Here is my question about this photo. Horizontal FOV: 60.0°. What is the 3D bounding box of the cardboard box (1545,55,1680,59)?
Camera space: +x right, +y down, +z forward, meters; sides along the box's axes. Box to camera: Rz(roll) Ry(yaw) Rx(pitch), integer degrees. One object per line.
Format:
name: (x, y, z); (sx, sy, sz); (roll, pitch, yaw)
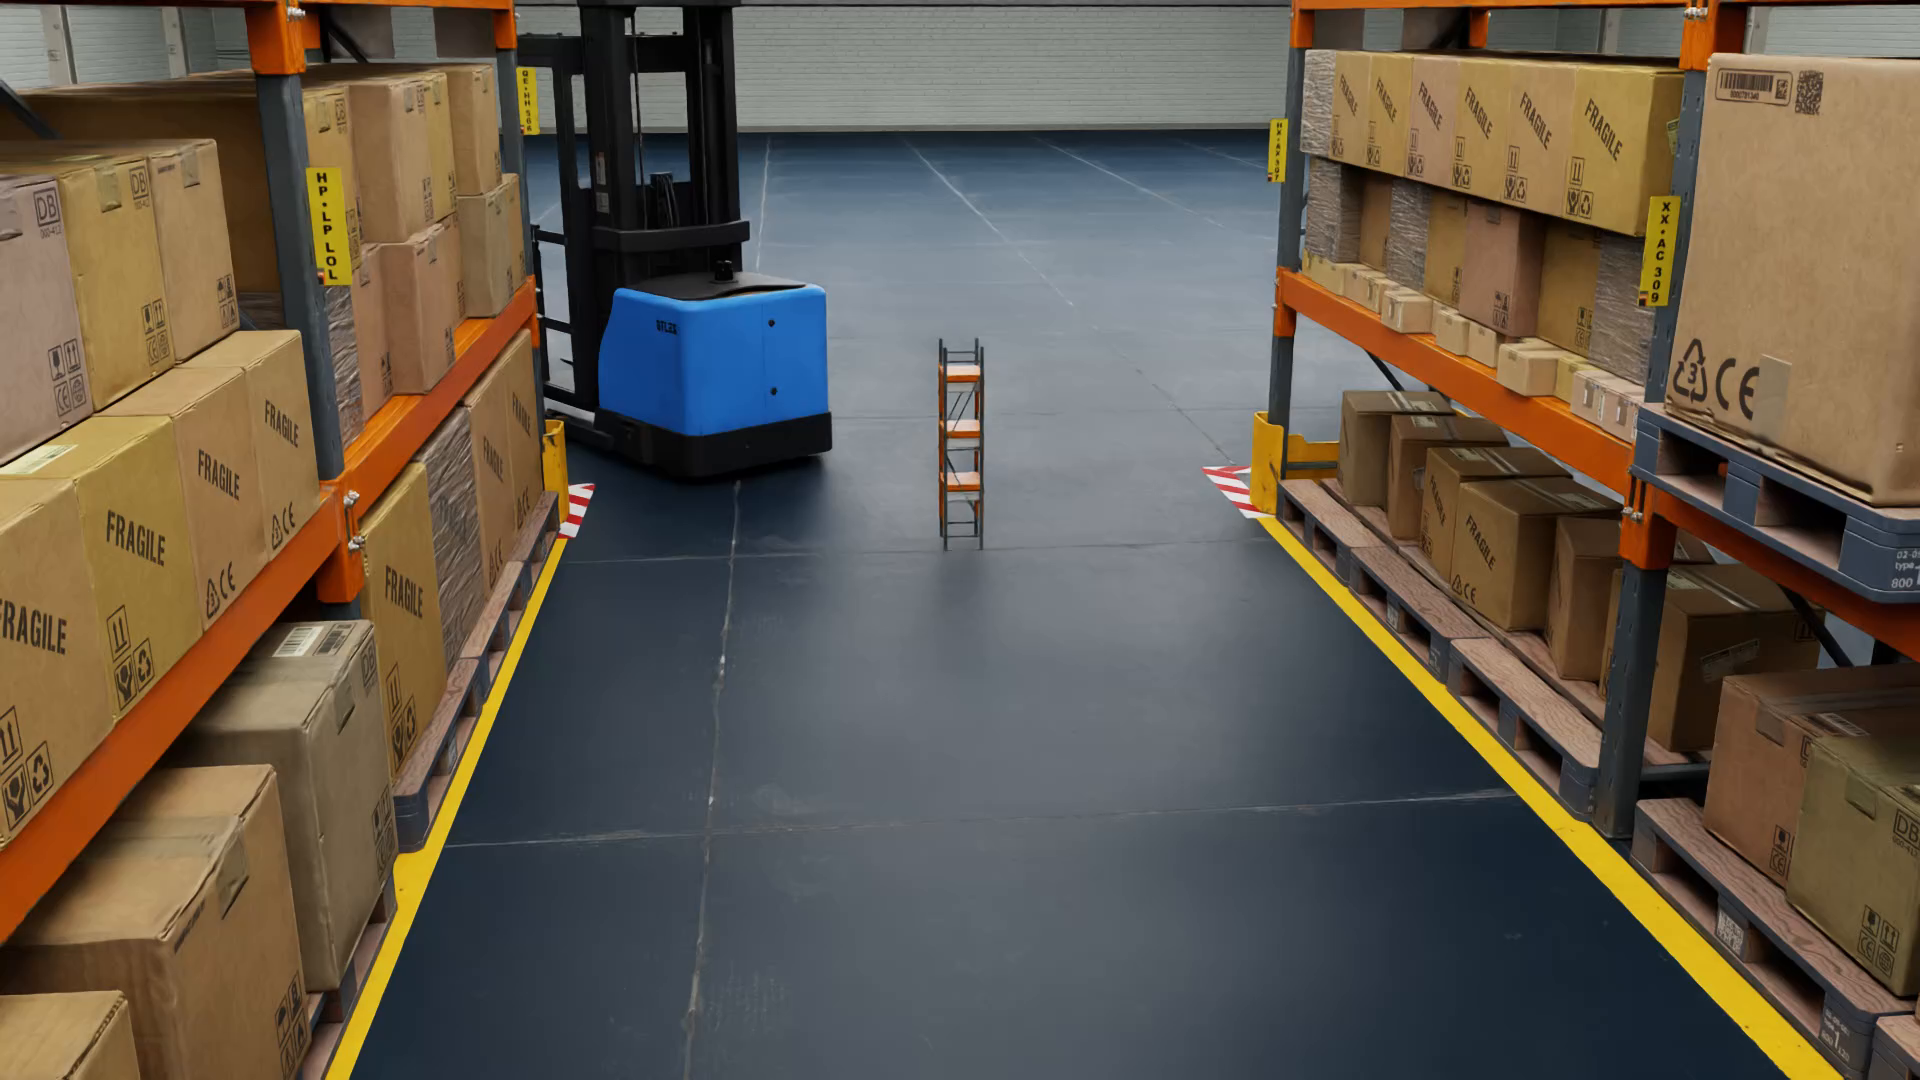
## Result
cardboard box: (2.671, -1.723, 6.824); (0.500, 0.500, 0.500); (-2, 18, -6)

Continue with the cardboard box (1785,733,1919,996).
cardboard box: (2.704, 0.841, 4.428); (0.700, 0.500, 0.500); (-2, 18, -6)

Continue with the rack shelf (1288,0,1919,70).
rack shelf: (2.425, -2.152, 6.716); (1.077, 0.370, 4.000); (-2, 18, -6)

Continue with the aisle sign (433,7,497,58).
aisle sign: (-2.434, -2.807, 8.271); (0.394, 0.787, 0.004); (-2, 18, -6)

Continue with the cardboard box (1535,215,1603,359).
cardboard box: (2.630, -0.943, 6.011); (0.875, 0.500, 0.500); (-2, 18, -6)

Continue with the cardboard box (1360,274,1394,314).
cardboard box: (2.094, -1.149, 7.748); (0.380, 0.149, 0.250); (-2, 18, -6)

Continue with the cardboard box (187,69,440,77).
cardboard box: (-2.654, -1.679, 6.965); (0.875, 0.550, 0.550); (-2, 18, -6)

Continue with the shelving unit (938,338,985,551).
shelving unit: (0.006, -0.485, 8.469); (0.215, 1.050, 0.252); (-2, 18, -6)

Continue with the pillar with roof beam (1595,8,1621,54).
pillar with roof beam: (10.556, -13.604, 36.986); (9.100, 9.000, 0.400); (-2, 18, -6)

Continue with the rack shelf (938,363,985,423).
rack shelf: (0.006, -0.746, 8.387); (0.215, 0.259, 0.240); (-2, 18, -6)

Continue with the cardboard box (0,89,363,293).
cardboard box: (-2.316, -1.042, 4.936); (0.875, 0.550, 0.550); (-2, 18, -6)

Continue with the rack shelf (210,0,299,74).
rack shelf: (-2.106, -0.837, 2.528); (1.077, 0.370, 4.000); (-2, 18, -6)

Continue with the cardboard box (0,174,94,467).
cardboard box: (-2.148, -0.418, 3.164); (0.700, 0.500, 0.500); (-2, 18, -5)

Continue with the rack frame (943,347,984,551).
rack frame: (0.018, -0.449, 8.353); (0.200, 1.050, 0.008); (-2, 18, -6)

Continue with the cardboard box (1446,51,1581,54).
cardboard box: (2.579, -2.021, 7.774); (0.500, 0.500, 0.500); (-2, 18, -6)

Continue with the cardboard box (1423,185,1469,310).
cardboard box: (2.468, -1.240, 6.954); (0.875, 0.500, 0.500); (-2, 18, -6)

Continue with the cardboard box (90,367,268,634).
cardboard box: (-1.940, -0.095, 3.804); (0.500, 0.500, 0.500); (-2, 18, -6)

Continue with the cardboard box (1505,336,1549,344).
cardboard box: (2.303, -0.704, 6.330); (0.380, 0.149, 0.250); (-2, 18, -6)

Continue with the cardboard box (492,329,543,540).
cardboard box: (-2.589, -0.523, 8.181); (0.875, 0.875, 0.875); (-2, 18, -5)

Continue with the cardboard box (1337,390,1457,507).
cardboard box: (2.267, -0.481, 8.673); (0.500, 0.500, 0.500); (1, 17, 5)

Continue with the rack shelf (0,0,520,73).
rack shelf: (-2.519, -2.028, 6.324); (1.077, 0.370, 4.000); (-2, 18, -6)

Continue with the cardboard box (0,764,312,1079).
cardboard box: (-2.063, 0.998, 3.545); (1.050, 0.750, 0.750); (-2, 18, -6)

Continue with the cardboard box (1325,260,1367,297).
cardboard box: (2.029, -1.297, 8.221); (0.380, 0.149, 0.250); (-2, 18, -6)

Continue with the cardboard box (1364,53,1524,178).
cardboard box: (2.102, -1.856, 7.248); (0.500, 0.500, 0.500); (-2, 18, -6)

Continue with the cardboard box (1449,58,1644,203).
cardboard box: (2.208, -1.558, 6.299); (0.500, 0.500, 0.500); (-2, 18, -6)

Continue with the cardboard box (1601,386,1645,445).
cardboard box: (2.317, -0.403, 5.372); (0.380, 0.149, 0.250); (-2, 18, -6)

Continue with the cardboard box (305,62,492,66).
cardboard box: (-2.725, -2.011, 8.023); (0.875, 0.550, 0.550); (-2, 18, -6)

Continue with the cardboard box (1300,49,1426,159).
cardboard box: (2.005, -2.154, 8.197); (0.500, 0.500, 0.500); (-2, 18, -6)

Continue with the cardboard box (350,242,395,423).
cardboard box: (-2.441, -0.689, 5.613); (0.875, 0.550, 0.550); (-2, 18, -6)

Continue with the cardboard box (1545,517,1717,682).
cardboard box: (2.564, 0.234, 6.397); (0.500, 0.500, 0.500); (4, 18, 12)

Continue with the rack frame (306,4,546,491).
rack frame: (-2.725, -1.536, 8.563); (1.000, 3.000, 0.127); (-2, 18, -6)

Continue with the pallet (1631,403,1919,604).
pallet: (2.566, -0.144, 4.448); (1.003, 0.211, 1.213); (-2, 18, -6)

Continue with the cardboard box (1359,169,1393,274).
cardboard box: (2.419, -1.539, 7.908); (0.875, 0.500, 0.500); (-2, 18, -6)

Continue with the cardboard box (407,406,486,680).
cardboard box: (-2.404, 0.011, 6.481); (0.875, 0.875, 0.875); (-2, 18, -5)

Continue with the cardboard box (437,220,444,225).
cardboard box: (-2.534, -1.008, 6.630); (0.875, 0.550, 0.500); (-2, 18, -6)

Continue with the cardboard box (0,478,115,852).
cardboard box: (-1.834, 0.207, 2.843); (0.500, 0.500, 0.500); (-2, 18, -6)

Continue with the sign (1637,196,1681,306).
sign: (2.093, -0.862, 4.969); (0.100, 0.325, 0.005); (-2, 18, -6)

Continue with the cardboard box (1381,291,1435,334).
cardboard box: (2.070, -0.997, 7.266); (0.380, 0.149, 0.250); (-2, 18, -6)

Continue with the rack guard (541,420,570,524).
rack guard: (-2.727, -0.351, 8.960); (1.175, 0.500, 0.348); (-2, 18, -6)

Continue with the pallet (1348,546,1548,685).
pallet: (2.398, 0.299, 7.371); (1.003, 0.211, 1.213); (-2, 18, -6)

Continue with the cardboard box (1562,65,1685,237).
cardboard box: (2.312, -1.260, 5.350); (0.500, 0.500, 0.500); (-2, 18, -6)

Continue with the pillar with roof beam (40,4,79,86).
pillar with roof beam: (-11.593, -11.109, 29.040); (9.100, 9.000, 0.400); (-2, 18, -6)

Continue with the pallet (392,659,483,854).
pallet: (-2.313, 0.757, 5.914); (1.003, 0.211, 1.213); (-2, 18, -6)

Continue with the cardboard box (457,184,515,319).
cardboard box: (-2.563, -1.336, 7.673); (0.875, 0.550, 0.550); (-2, 18, -6)

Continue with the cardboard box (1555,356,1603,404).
cardboard box: (2.335, -0.554, 5.853); (0.380, 0.149, 0.250); (-2, 18, -6)

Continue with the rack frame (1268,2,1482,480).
rack frame: (2.219, -1.660, 8.955); (1.000, 3.000, 0.127); (-2, 18, -6)

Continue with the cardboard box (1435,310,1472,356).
cardboard box: (2.177, -0.850, 6.797); (0.380, 0.149, 0.250); (-2, 18, -6)

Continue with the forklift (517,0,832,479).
forklift: (-2.137, -2.125, 10.553); (1.130, 2.935, 3.031); (-15, 23, -39)

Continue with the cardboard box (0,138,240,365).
cardboard box: (-2.255, -0.722, 4.132); (0.700, 0.500, 0.500); (-2, 18, -7)

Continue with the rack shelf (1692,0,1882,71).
rack shelf: (2.838, -0.960, 2.920); (1.077, 0.370, 4.000); (-2, 18, -6)

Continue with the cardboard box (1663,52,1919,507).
cardboard box: (2.574, -0.713, 4.239); (1.000, 1.000, 1.000); (-2, 18, -5)

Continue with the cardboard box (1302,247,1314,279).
cardboard box: (2.011, -1.447, 8.699); (0.380, 0.149, 0.250); (-2, 18, -6)

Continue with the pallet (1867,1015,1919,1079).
pallet: (2.842, 1.459, 3.678); (1.003, 0.211, 1.213); (-2, 18, -6)

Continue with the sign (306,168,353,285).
sign: (-1.774, -0.879, 4.668); (0.100, 0.325, 0.005); (-2, 18, -6)

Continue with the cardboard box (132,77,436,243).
cardboard box: (-2.407, -1.368, 5.973); (0.875, 0.550, 0.550); (-2, 18, -6)

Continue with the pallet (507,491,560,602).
pallet: (-2.565, 0.030, 8.230); (1.003, 0.211, 1.213); (-2, 18, -6)

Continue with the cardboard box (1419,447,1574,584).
cardboard box: (2.408, -0.117, 7.513); (0.500, 0.500, 0.500); (0, 17, 0)

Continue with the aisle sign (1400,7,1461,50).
aisle sign: (2.511, -2.928, 8.654); (0.394, 0.787, 0.004); (-2, 18, -6)

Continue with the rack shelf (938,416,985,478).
rack shelf: (0.006, -0.475, 8.472); (0.215, 0.259, 0.240); (-2, 18, -6)
